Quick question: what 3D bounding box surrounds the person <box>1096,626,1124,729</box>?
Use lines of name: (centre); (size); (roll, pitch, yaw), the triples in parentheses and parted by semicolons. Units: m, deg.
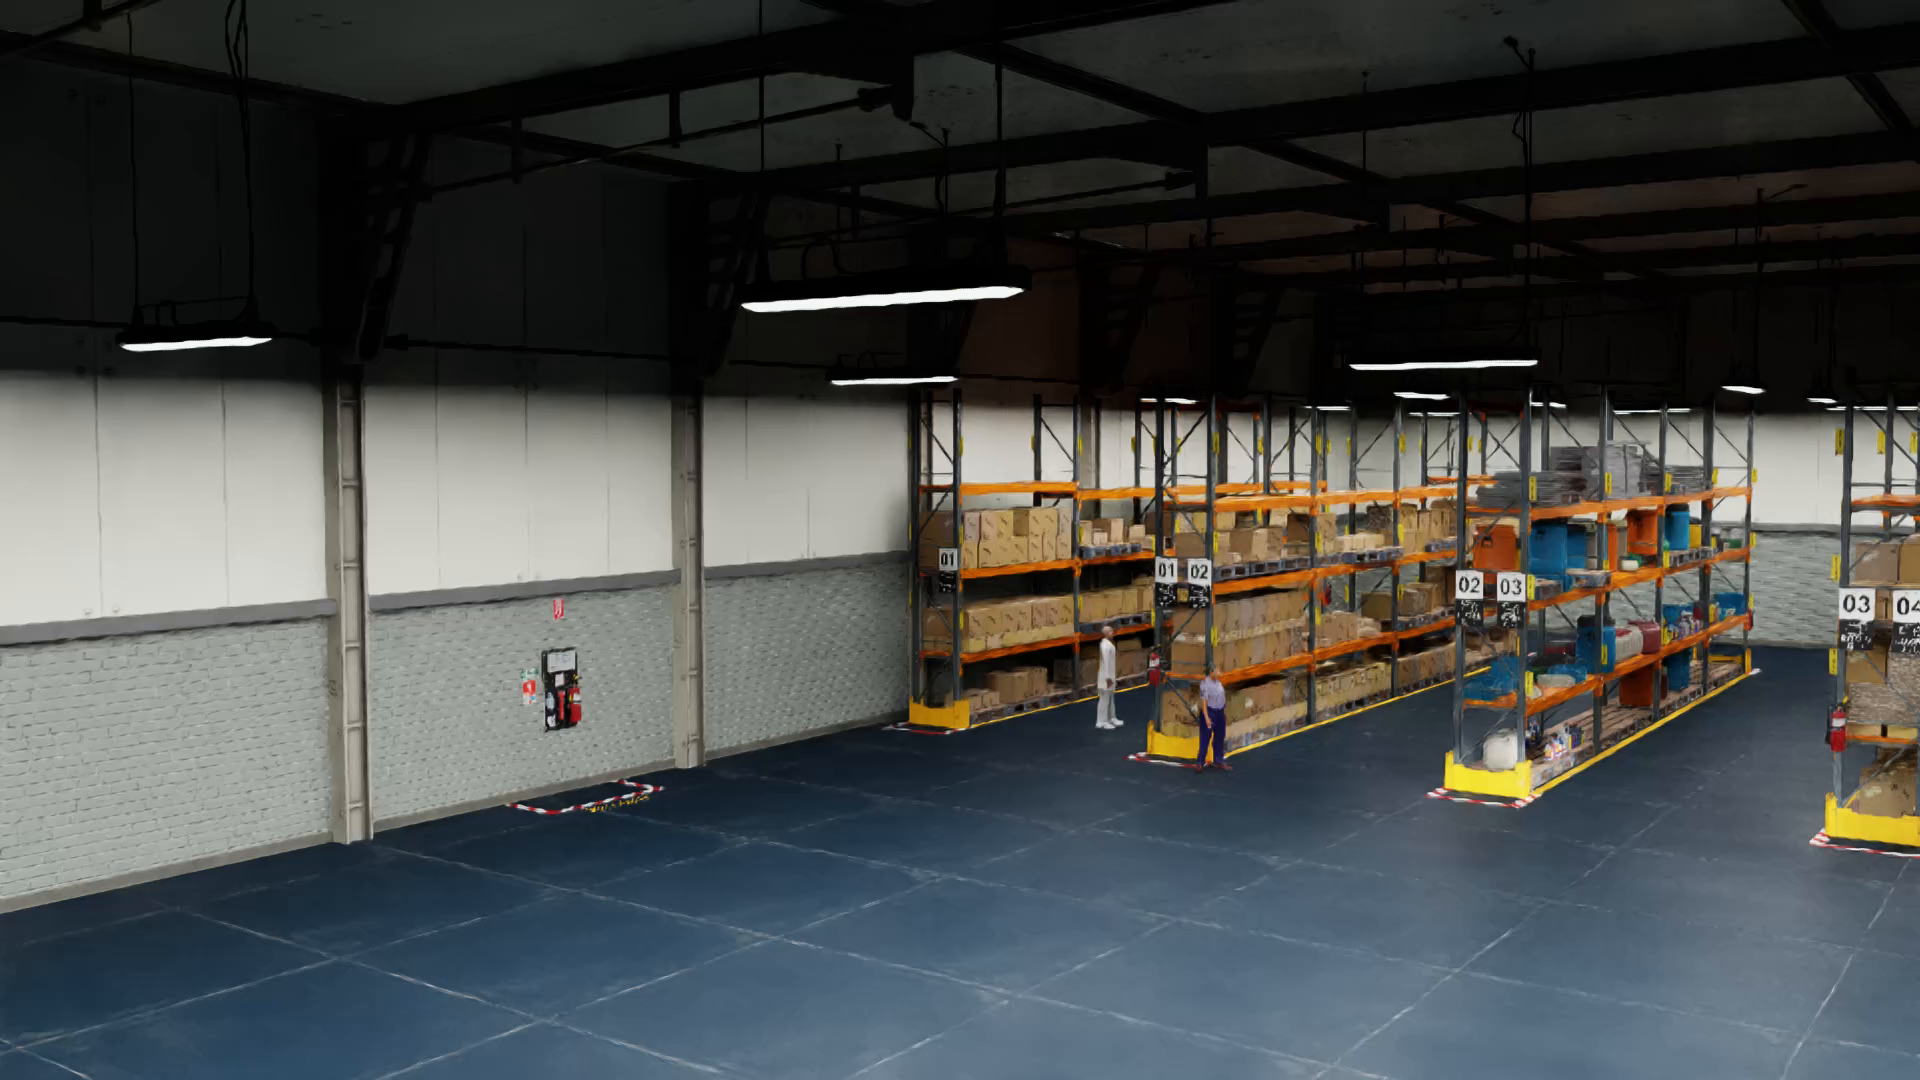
person: (2.657, 2.437, 29.432); (0.505, 1.751, 0.629); (0, 3, 6)

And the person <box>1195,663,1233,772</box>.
person: (3.874, 2.716, 25.531); (0.658, 1.642, 0.378); (-3, 4, -43)
